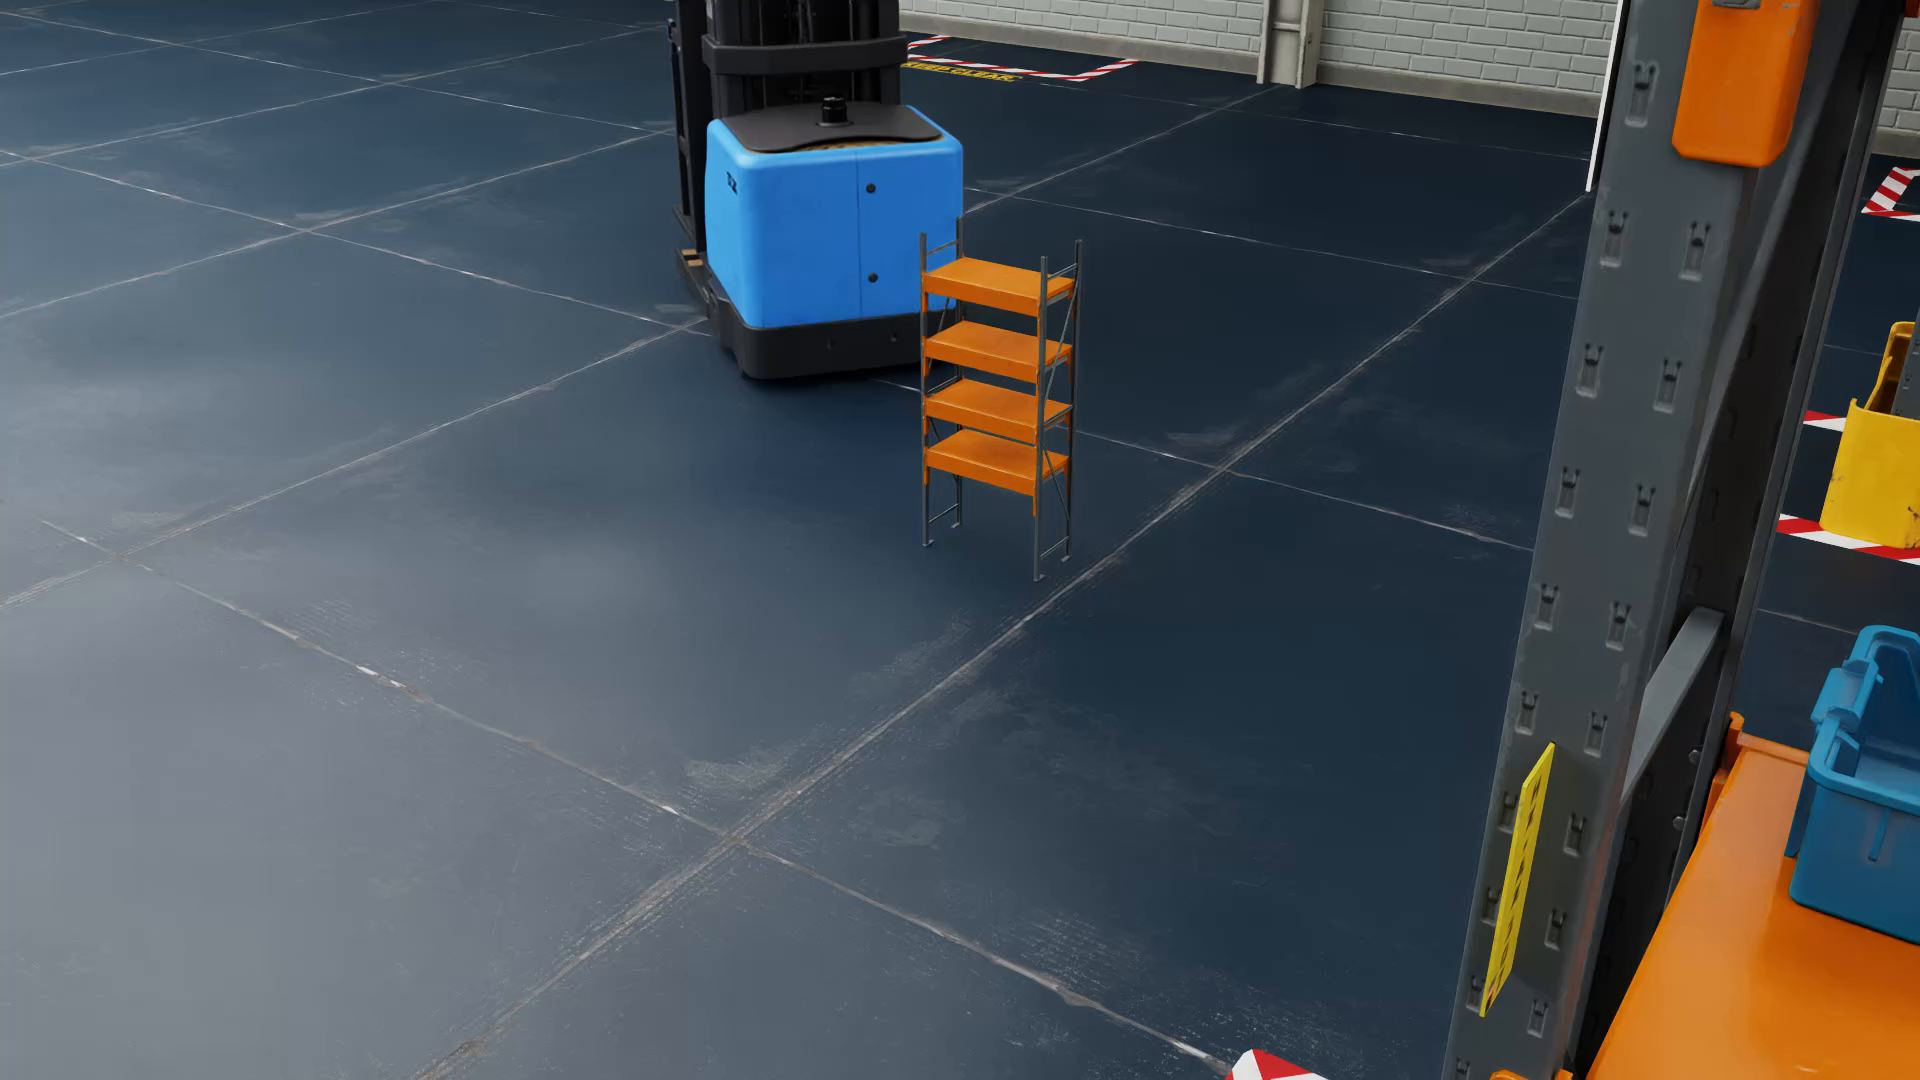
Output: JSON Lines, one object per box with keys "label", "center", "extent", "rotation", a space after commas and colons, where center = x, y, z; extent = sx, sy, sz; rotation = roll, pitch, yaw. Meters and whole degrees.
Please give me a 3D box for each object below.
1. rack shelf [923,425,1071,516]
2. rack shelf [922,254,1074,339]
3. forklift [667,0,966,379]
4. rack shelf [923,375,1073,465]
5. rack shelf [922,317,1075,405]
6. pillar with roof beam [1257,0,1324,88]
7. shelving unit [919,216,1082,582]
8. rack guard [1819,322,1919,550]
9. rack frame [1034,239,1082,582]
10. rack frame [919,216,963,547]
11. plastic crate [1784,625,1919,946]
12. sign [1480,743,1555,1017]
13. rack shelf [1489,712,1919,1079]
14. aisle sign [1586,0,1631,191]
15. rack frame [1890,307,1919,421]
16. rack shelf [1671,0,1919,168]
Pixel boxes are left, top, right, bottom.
{"label": "rack shelf", "center": [0.136, -0.255, 6.015], "extent": [0.480, 0.148, 0.258], "rotation": [17, 32, 30]}
{"label": "rack shelf", "center": [0.136, -0.842, 5.716], "extent": [0.480, 0.148, 0.258], "rotation": [17, 32, 30]}
{"label": "forklift", "center": [-0.908, -2.681, 8.286], "extent": [1.130, 2.935, 3.031], "rotation": [-8, 28, -16]}
{"label": "rack shelf", "center": [0.136, -0.432, 5.925], "extent": [0.480, 0.148, 0.258], "rotation": [17, 32, 30]}
{"label": "rack shelf", "center": [0.136, -0.632, 5.823], "extent": [0.480, 0.148, 0.258], "rotation": [17, 32, 30]}
{"label": "pillar with roof beam", "center": [0.236, -6.147, 8.406], "extent": [0.400, 9.000, 9.100], "rotation": [17, 32, 30]}
{"label": "shelving unit", "center": [0.136, -0.492, 5.894], "extent": [0.503, 1.200, 0.258], "rotation": [17, 32, 30]}
{"label": "rack guard", "center": [3.731, -0.437, 6.558], "extent": [0.348, 0.500, 1.175], "rotation": [17, 32, 30]}
{"label": "rack frame", "center": [0.338, -0.430, 5.771], "extent": [0.015, 1.200, 0.240], "rotation": [17, 32, 30]}
{"label": "rack frame", "center": [-0.065, -0.555, 6.017], "extent": [0.015, 1.200, 0.240], "rotation": [17, 32, 30]}
{"label": "plastic crate", "center": [1.525, 0.389, 2.343], "extent": [0.616, 0.251, 0.499], "rotation": [17, 32, 30]}
{"label": "sign", "center": [0.628, 0.387, 1.877], "extent": [0.005, 0.325, 0.100], "rotation": [17, 32, 30]}
{"label": "rack shelf", "center": [2.592, 1.140, 1.496], "extent": [4.000, 0.370, 1.077], "rotation": [17, 32, 30]}
{"label": "aisle sign", "center": [0.718, -0.762, 1.573], "extent": [0.004, 0.787, 0.394], "rotation": [17, 32, 30]}
{"label": "rack frame", "center": [3.751, -1.545, 5.979], "extent": [0.127, 3.000, 1.000], "rotation": [17, 32, 30]}
{"label": "rack shelf", "center": [2.592, -0.197, 0.815], "extent": [4.000, 0.370, 1.077], "rotation": [17, 32, 30]}
